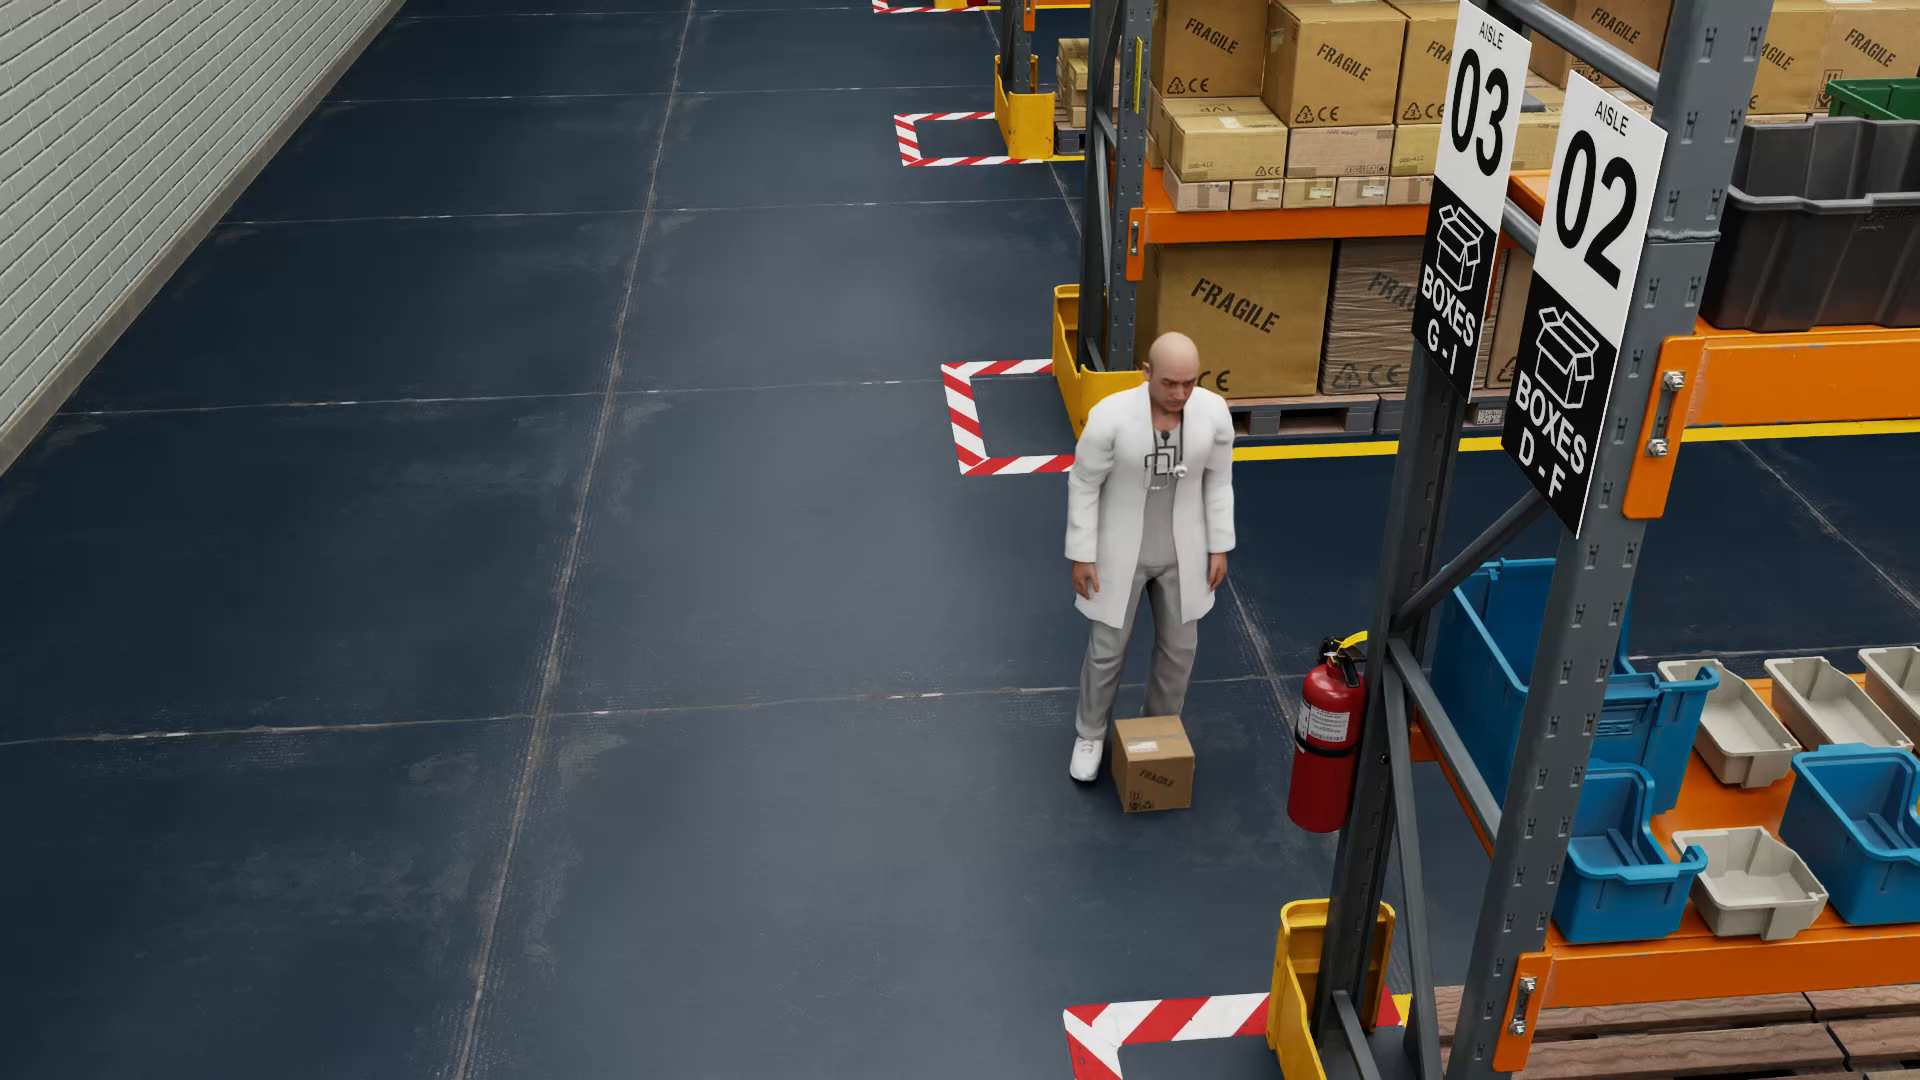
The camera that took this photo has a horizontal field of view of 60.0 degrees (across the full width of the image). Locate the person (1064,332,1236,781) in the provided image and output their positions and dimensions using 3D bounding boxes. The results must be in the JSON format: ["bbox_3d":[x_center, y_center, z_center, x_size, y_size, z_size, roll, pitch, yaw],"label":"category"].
[{"bbox_3d":[0.692,0.055,6.056,0.635,1.773,0.427,-4,31,-7],"label":"person"}]
